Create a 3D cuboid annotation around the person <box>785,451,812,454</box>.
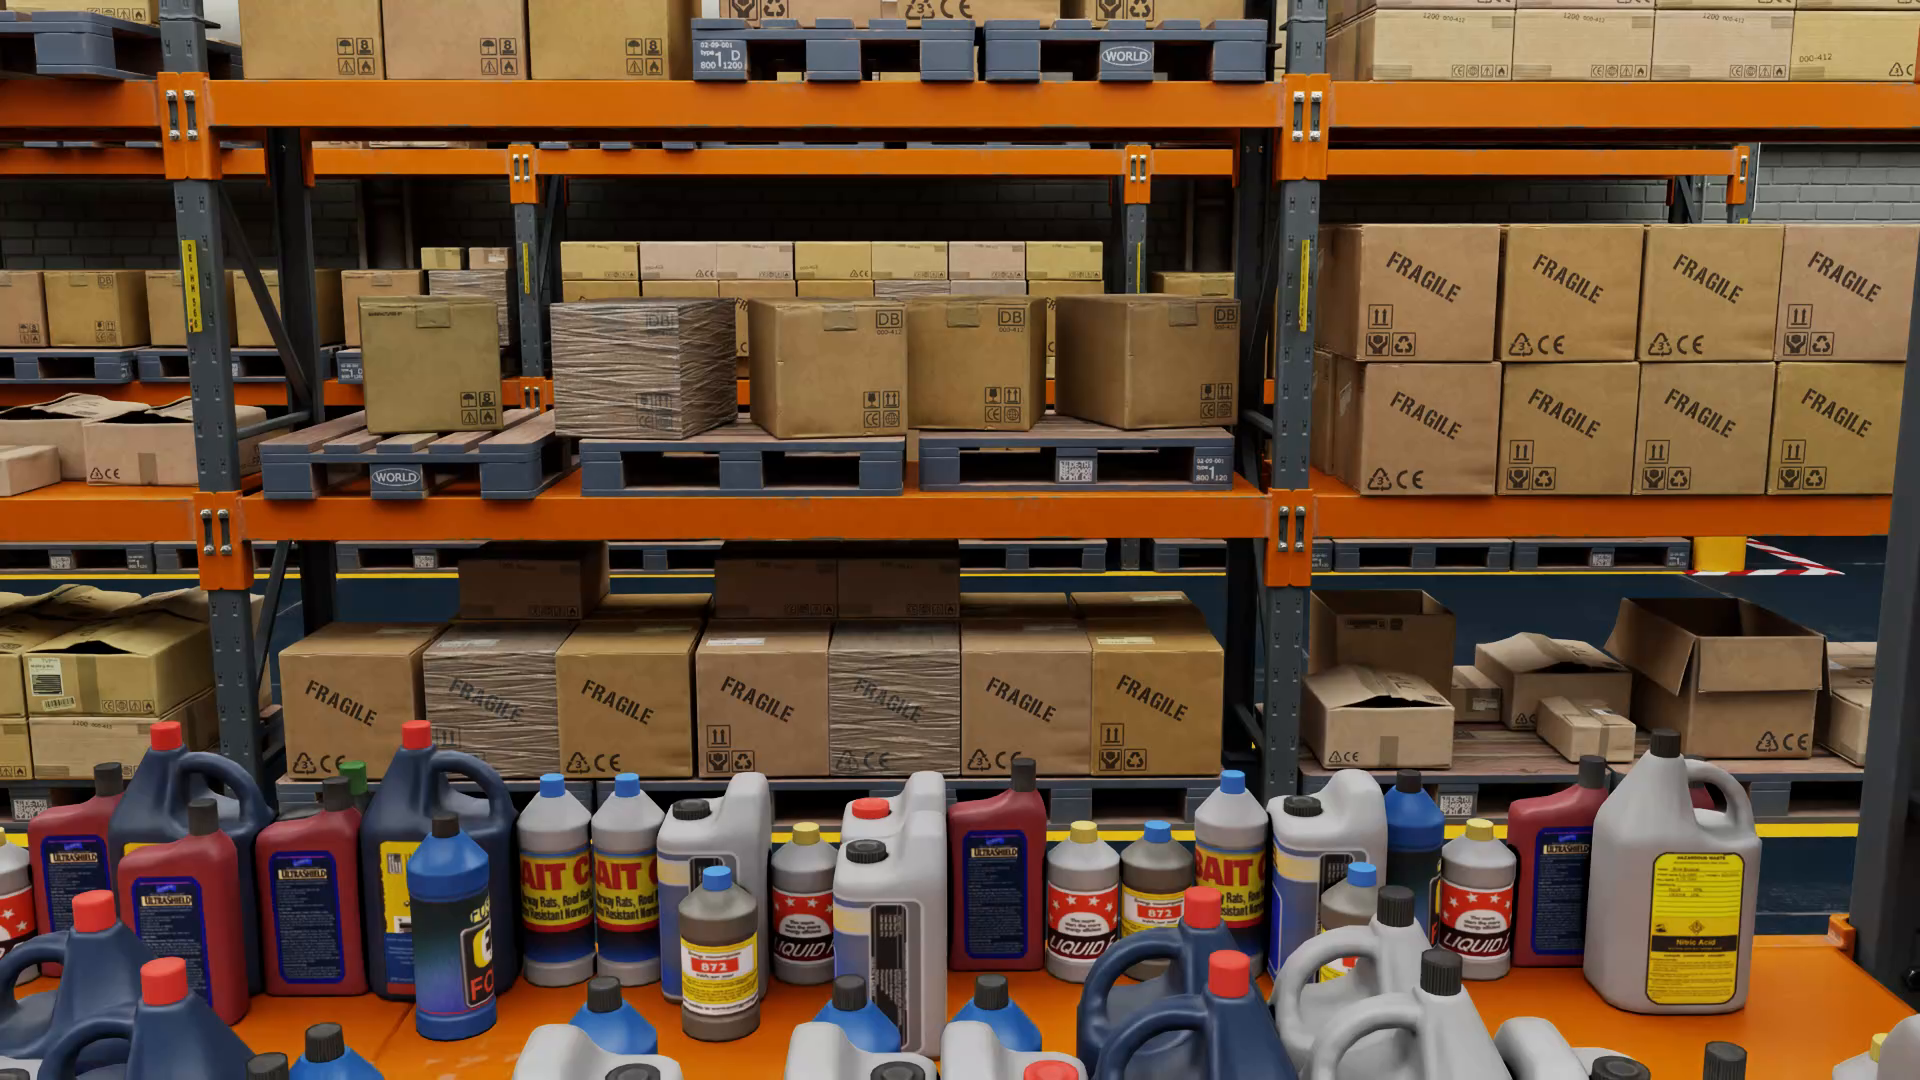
[{"bbox_3d":[-1.065,-0.164,8.787,0.984,1.625,0.496,4,11,23],"label":"person"}]
